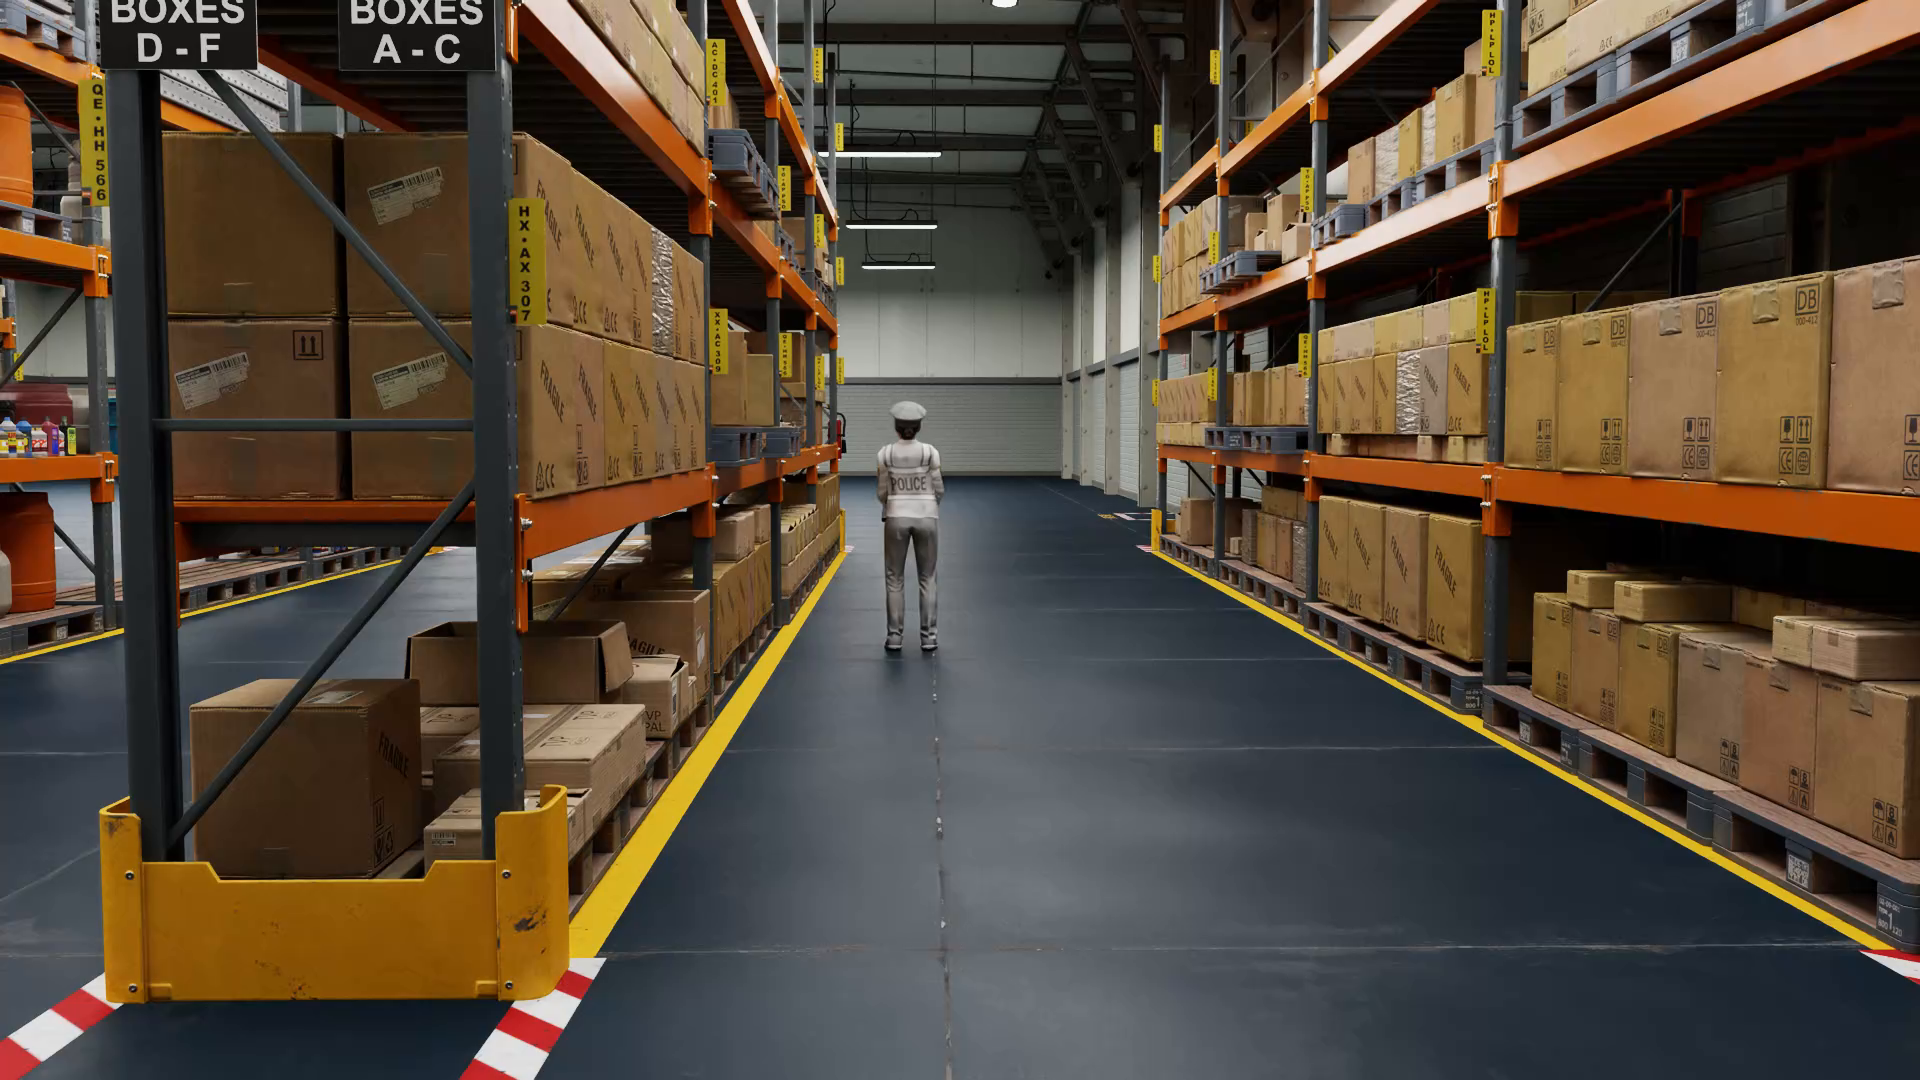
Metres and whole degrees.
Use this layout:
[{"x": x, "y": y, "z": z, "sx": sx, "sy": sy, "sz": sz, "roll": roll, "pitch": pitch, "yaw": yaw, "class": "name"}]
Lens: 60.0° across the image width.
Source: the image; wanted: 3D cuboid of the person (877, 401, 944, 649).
[{"x": -0.337, "y": -0.103, "z": 11.329, "sx": 0.460, "sy": 1.686, "sz": 0.564, "roll": 0, "pitch": 4, "yaw": -1, "class": "person"}]
